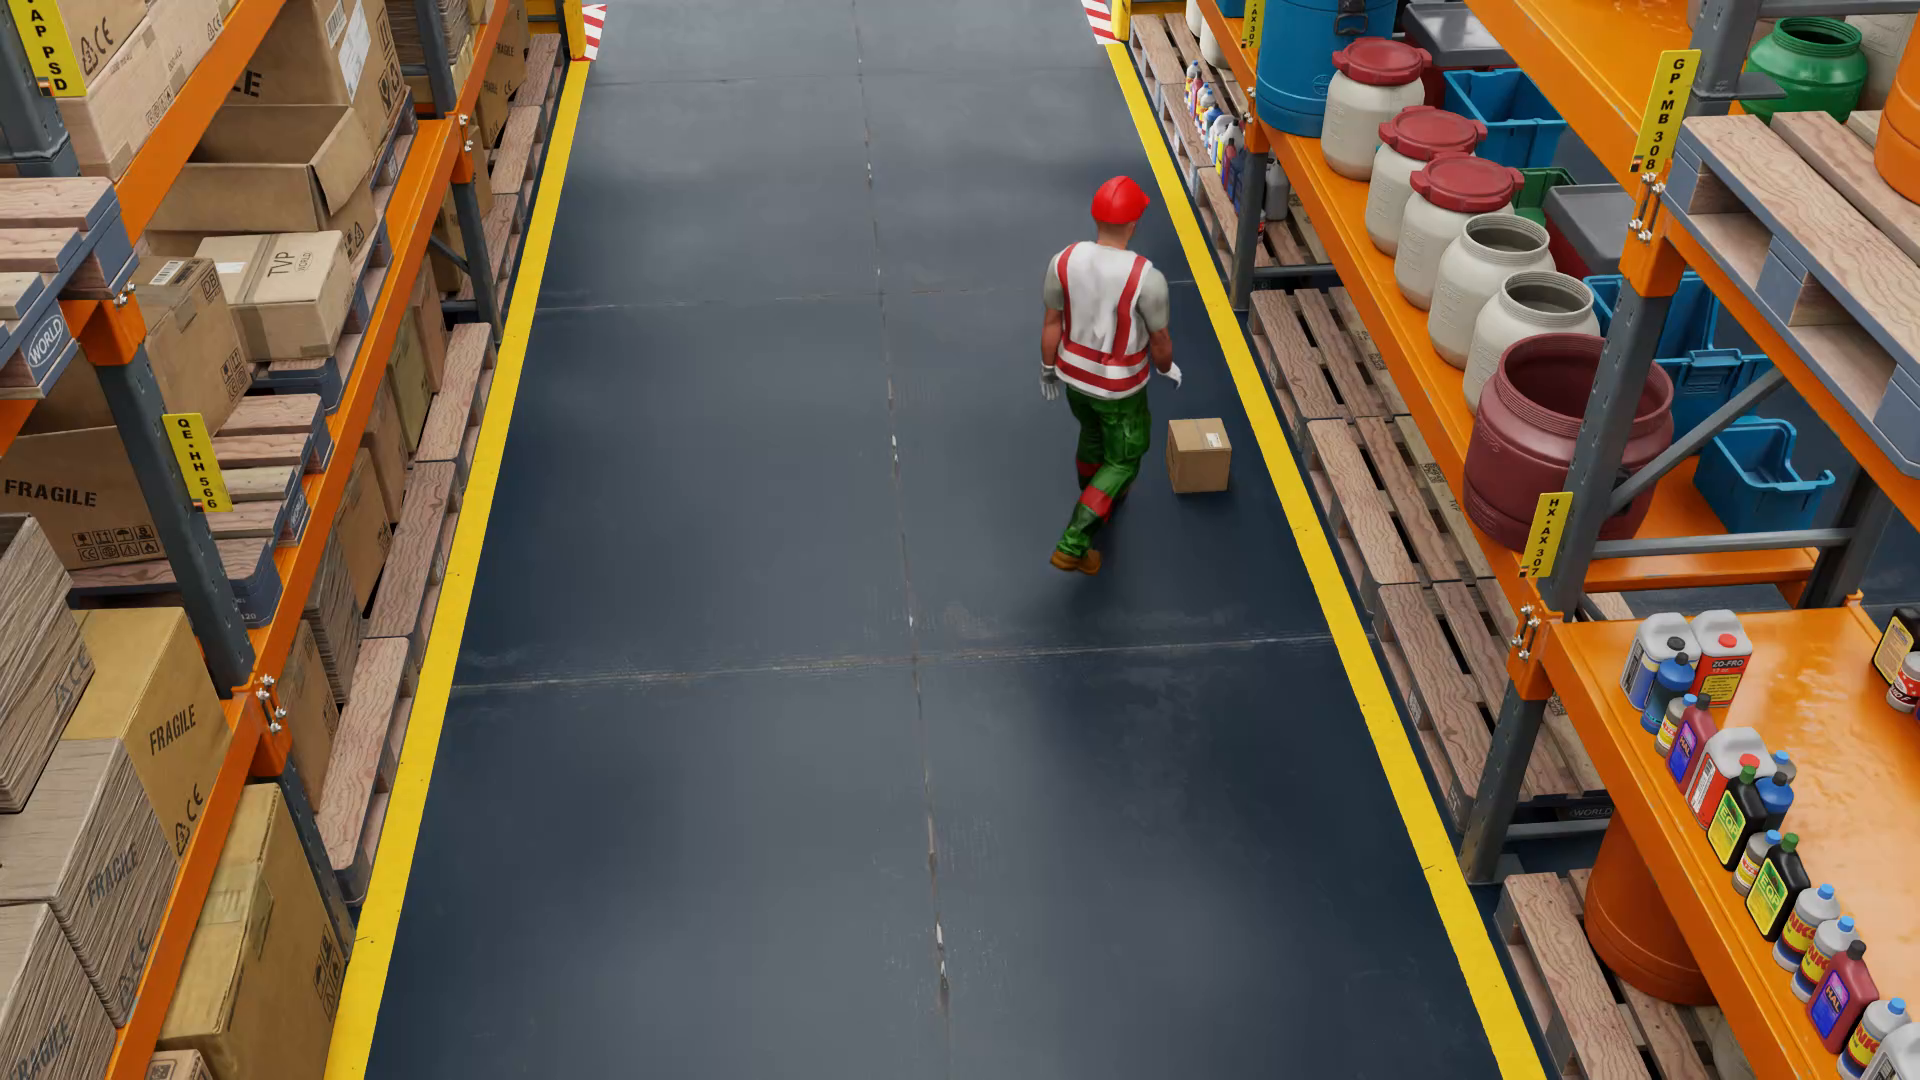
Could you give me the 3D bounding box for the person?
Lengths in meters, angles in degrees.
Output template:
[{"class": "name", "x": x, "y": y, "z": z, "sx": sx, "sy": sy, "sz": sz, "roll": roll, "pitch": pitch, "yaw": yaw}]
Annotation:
[{"class": "person", "x": 0.594, "y": -0.680, "z": 6.977, "sx": 0.541, "sy": 1.764, "sz": 0.912, "roll": 24, "pitch": 44, "yaw": 27}]
